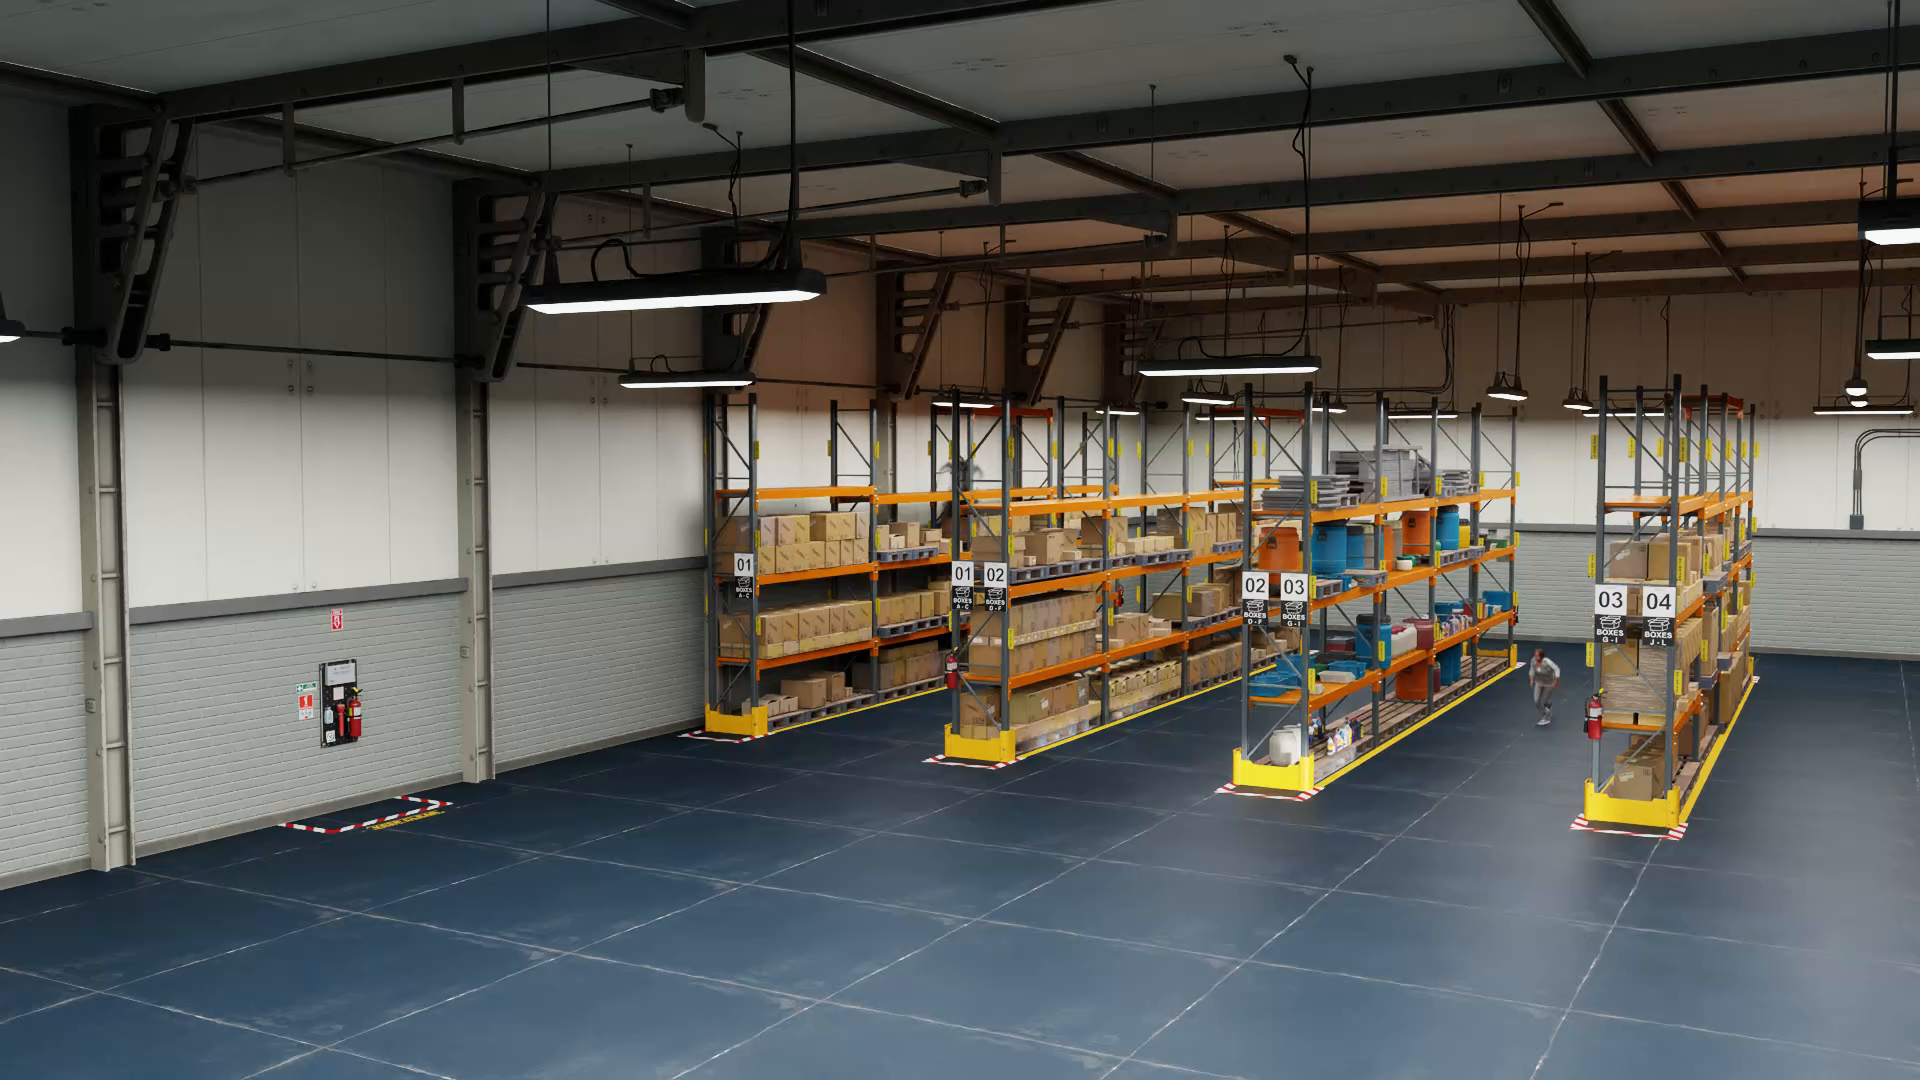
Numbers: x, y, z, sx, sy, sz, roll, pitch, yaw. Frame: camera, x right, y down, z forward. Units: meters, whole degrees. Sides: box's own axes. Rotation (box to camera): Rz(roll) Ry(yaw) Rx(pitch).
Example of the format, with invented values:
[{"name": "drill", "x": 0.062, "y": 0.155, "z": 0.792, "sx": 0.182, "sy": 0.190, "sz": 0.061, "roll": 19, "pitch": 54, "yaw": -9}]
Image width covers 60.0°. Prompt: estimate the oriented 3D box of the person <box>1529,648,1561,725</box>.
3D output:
[{"name": "person", "x": 10.667, "y": 2.659, "z": 30.280, "sx": 0.553, "sy": 1.423, "sz": 0.838, "roll": 2, "pitch": 4, "yaw": 38}]
